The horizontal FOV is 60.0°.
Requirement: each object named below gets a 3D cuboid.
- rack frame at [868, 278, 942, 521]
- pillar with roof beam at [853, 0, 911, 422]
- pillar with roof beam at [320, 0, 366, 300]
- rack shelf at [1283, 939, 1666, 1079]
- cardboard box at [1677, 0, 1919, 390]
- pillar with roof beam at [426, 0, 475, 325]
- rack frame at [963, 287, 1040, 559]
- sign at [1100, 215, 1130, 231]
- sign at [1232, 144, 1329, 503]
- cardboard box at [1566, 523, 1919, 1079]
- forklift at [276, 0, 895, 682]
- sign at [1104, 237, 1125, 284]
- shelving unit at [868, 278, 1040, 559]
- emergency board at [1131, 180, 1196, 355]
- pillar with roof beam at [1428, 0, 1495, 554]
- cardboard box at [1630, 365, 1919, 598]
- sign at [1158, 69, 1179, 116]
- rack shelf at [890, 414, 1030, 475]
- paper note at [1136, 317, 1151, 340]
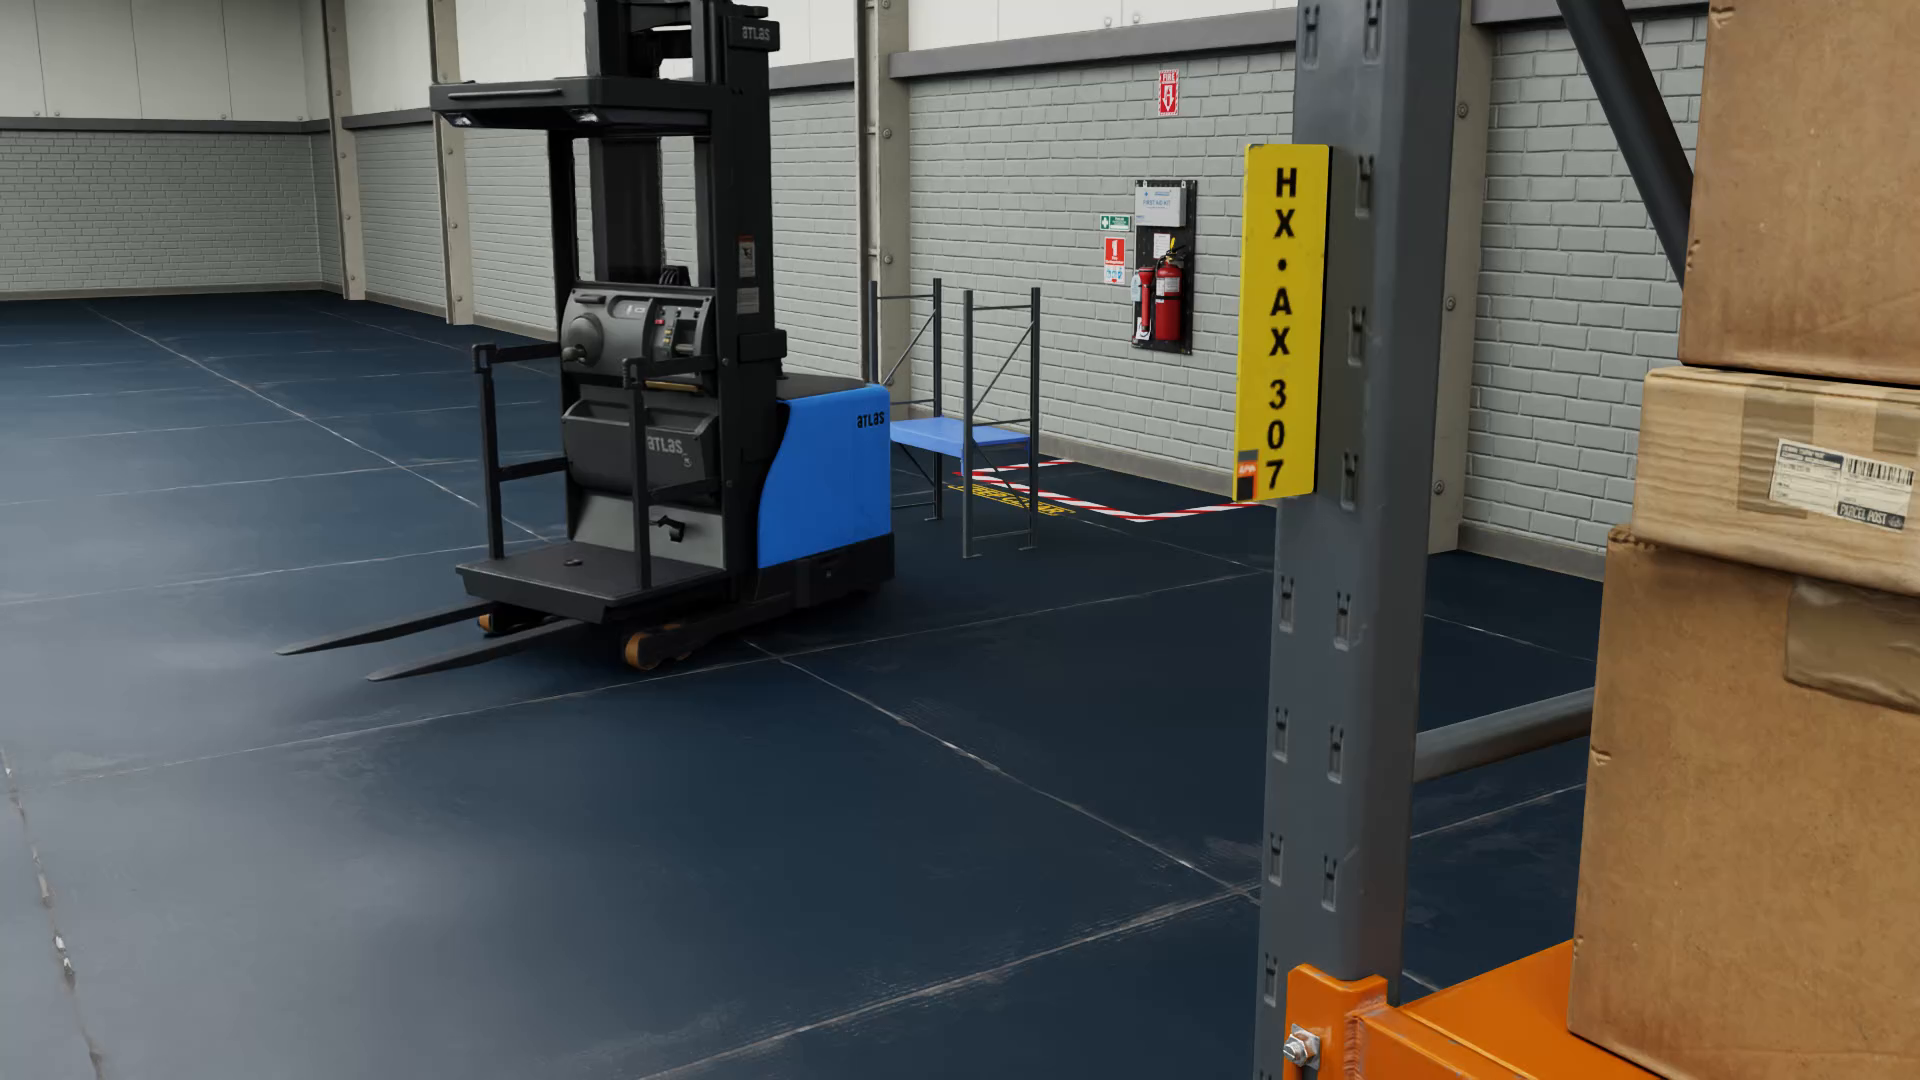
[{"bbox_3d":[-0.329,-0.838,10.184,0.500,1.500,0.032,-8,15,-33],"label":"rack frame"},{"bbox_3d":[-4.241,-4.922,11.306,9.100,9.000,0.400,-8,15,-33],"label":"pillar with roof beam"},{"bbox_3d":[-14.214,-8.123,25.945,9.100,9.000,0.400,-8,15,-33],"label":"pillar with roof beam"},{"bbox_3d":[1.870,0.905,0.385,1.077,0.370,4.000,-8,15,-33],"label":"rack shelf"},{"bbox_3d":[1.039,-0.391,1.356,0.700,0.500,0.500,-8,15,-33],"label":"cardboard box"},{"bbox_3d":[-10.889,-7.056,21.065,9.100,9.000,0.400,-8,15,-33],"label":"pillar with roof beam"},{"bbox_3d":[0.234,-0.657,9.357,0.500,1.500,0.032,-8,15,-33],"label":"rack frame"},{"bbox_3d":[1.104,-2.263,11.864,0.001,0.109,0.331,-8,15,-33],"label":"sign"},{"bbox_3d":[0.296,-0.199,1.538,0.100,0.325,0.005,-8,15,-33],"label":"sign"},{"bbox_3d":[1.010,0.234,1.537,0.700,0.500,0.500,-8,15,-33],"label":"cardboard box"},{"bbox_3d":[-1.615,-0.979,7.479,1.130,2.935,3.031,9,15,35],"label":"forklift"},{"bbox_3d":[1.109,-2.006,11.929,0.001,0.329,0.234,-8,15,-33],"label":"sign"},{"bbox_3d":[-0.047,-0.748,9.771,0.538,1.500,1.048,-8,15,-33],"label":"shelving unit"},{"bbox_3d":[1.330,-1.878,11.428,0.194,1.169,0.643,-8,15,-33],"label":"emergency board"},{"bbox_3d":[-0.917,-3.855,6.426,9.100,9.000,0.400,-8,15,-33],"label":"pillar with roof beam"},{"bbox_3d":[0.800,-0.072,1.419,0.380,0.149,0.250,-8,15,-33],"label":"cardboard box"},{"bbox_3d":[1.408,-3.024,11.241,0.001,0.298,0.199,-8,15,-33],"label":"sign"},{"bbox_3d":[-0.047,-0.572,9.809,0.538,0.185,1.000,-8,15,-33],"label":"rack shelf"},{"bbox_3d":[1.289,-1.487,11.703,0.016,0.148,0.142,-8,15,-33],"label":"paper note"}]
